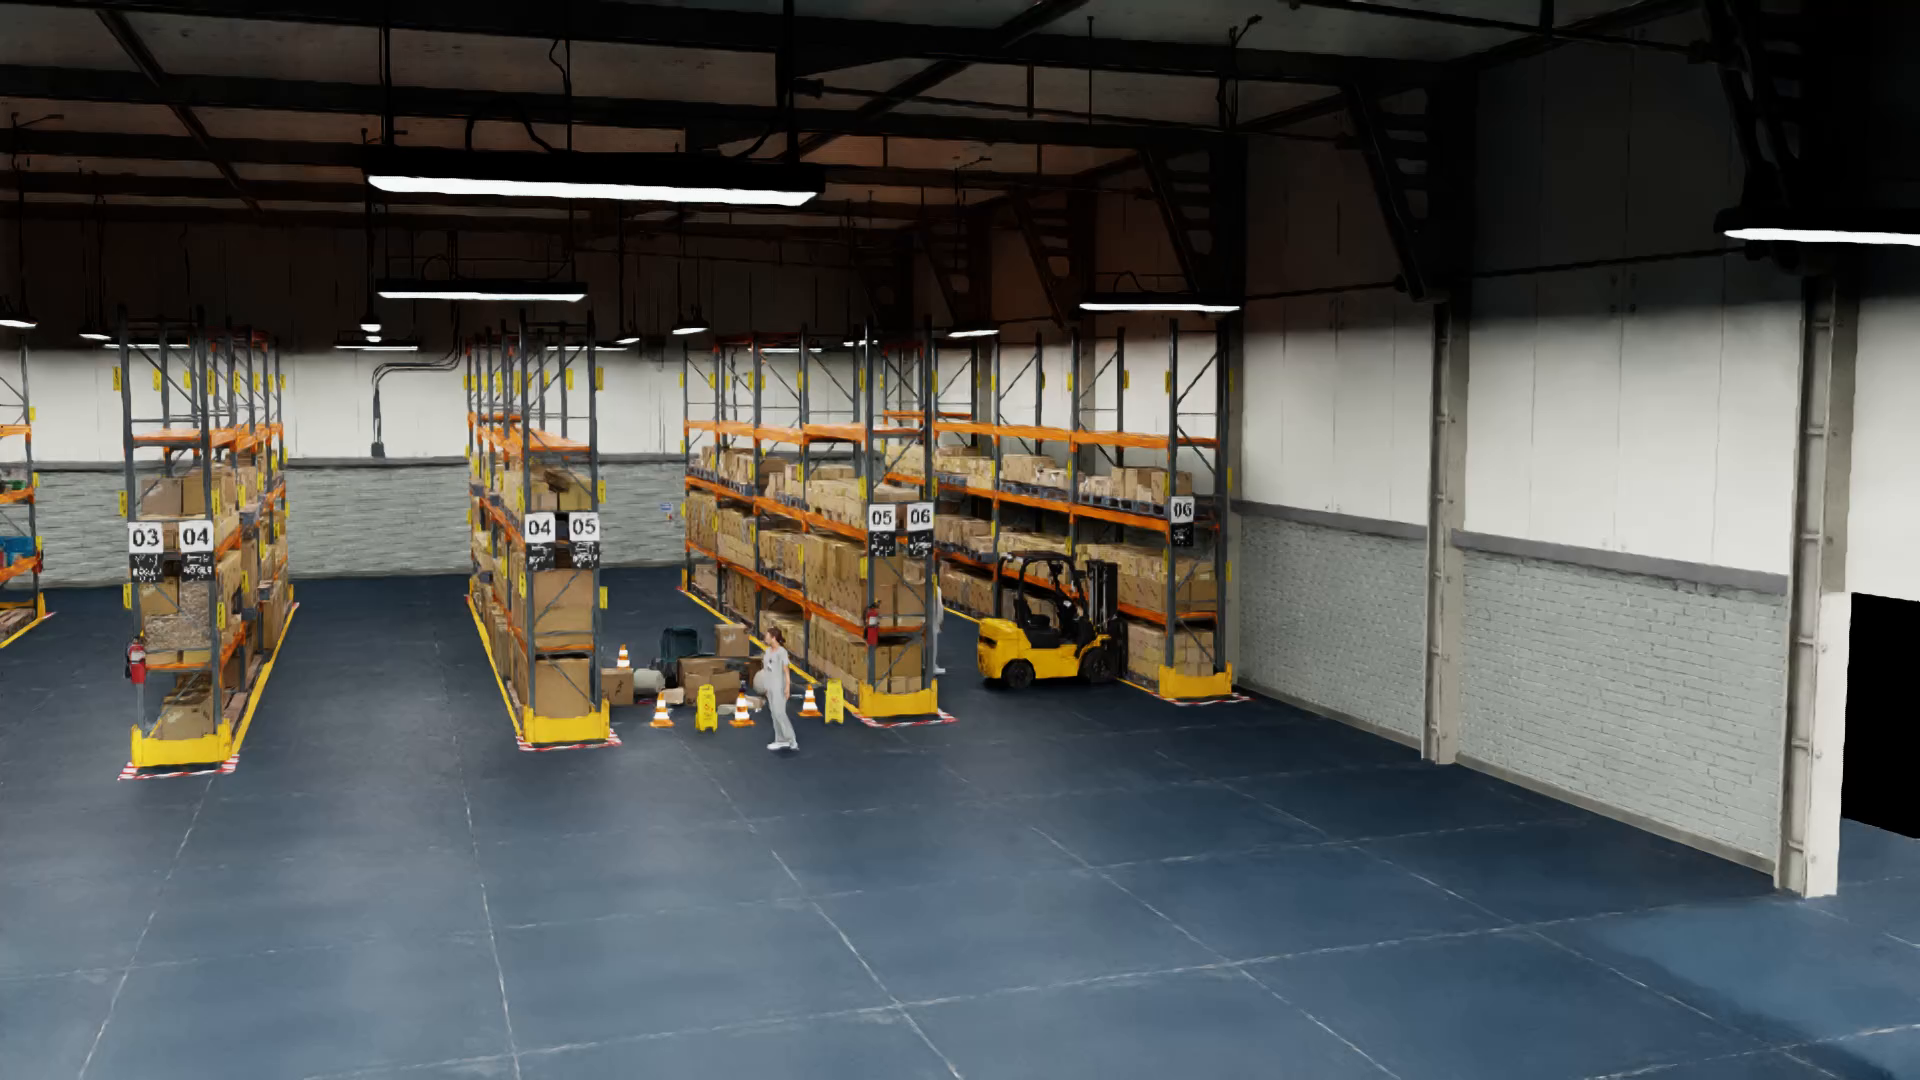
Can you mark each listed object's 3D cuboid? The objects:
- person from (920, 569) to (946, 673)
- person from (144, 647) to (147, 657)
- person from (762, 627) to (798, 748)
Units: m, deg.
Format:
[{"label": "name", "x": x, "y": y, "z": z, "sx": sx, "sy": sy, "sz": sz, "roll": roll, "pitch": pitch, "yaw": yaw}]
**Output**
[{"label": "person", "x": -0.487, "y": 1.374, "z": 28.733, "sx": 0.519, "sy": 1.787, "sz": 0.654, "roll": -5, "pitch": 8, "yaw": -44}, {"label": "person", "x": -14.950, "y": 1.274, "z": 30.391, "sx": 0.564, "sy": 1.666, "sz": 0.535, "roll": 1, "pitch": 6, "yaw": 11}, {"label": "person", "x": -2.455, "y": 2.016, "z": 22.675, "sx": 0.397, "sy": 1.665, "sz": 0.568, "roll": -5, "pitch": 8, "yaw": -44}]
